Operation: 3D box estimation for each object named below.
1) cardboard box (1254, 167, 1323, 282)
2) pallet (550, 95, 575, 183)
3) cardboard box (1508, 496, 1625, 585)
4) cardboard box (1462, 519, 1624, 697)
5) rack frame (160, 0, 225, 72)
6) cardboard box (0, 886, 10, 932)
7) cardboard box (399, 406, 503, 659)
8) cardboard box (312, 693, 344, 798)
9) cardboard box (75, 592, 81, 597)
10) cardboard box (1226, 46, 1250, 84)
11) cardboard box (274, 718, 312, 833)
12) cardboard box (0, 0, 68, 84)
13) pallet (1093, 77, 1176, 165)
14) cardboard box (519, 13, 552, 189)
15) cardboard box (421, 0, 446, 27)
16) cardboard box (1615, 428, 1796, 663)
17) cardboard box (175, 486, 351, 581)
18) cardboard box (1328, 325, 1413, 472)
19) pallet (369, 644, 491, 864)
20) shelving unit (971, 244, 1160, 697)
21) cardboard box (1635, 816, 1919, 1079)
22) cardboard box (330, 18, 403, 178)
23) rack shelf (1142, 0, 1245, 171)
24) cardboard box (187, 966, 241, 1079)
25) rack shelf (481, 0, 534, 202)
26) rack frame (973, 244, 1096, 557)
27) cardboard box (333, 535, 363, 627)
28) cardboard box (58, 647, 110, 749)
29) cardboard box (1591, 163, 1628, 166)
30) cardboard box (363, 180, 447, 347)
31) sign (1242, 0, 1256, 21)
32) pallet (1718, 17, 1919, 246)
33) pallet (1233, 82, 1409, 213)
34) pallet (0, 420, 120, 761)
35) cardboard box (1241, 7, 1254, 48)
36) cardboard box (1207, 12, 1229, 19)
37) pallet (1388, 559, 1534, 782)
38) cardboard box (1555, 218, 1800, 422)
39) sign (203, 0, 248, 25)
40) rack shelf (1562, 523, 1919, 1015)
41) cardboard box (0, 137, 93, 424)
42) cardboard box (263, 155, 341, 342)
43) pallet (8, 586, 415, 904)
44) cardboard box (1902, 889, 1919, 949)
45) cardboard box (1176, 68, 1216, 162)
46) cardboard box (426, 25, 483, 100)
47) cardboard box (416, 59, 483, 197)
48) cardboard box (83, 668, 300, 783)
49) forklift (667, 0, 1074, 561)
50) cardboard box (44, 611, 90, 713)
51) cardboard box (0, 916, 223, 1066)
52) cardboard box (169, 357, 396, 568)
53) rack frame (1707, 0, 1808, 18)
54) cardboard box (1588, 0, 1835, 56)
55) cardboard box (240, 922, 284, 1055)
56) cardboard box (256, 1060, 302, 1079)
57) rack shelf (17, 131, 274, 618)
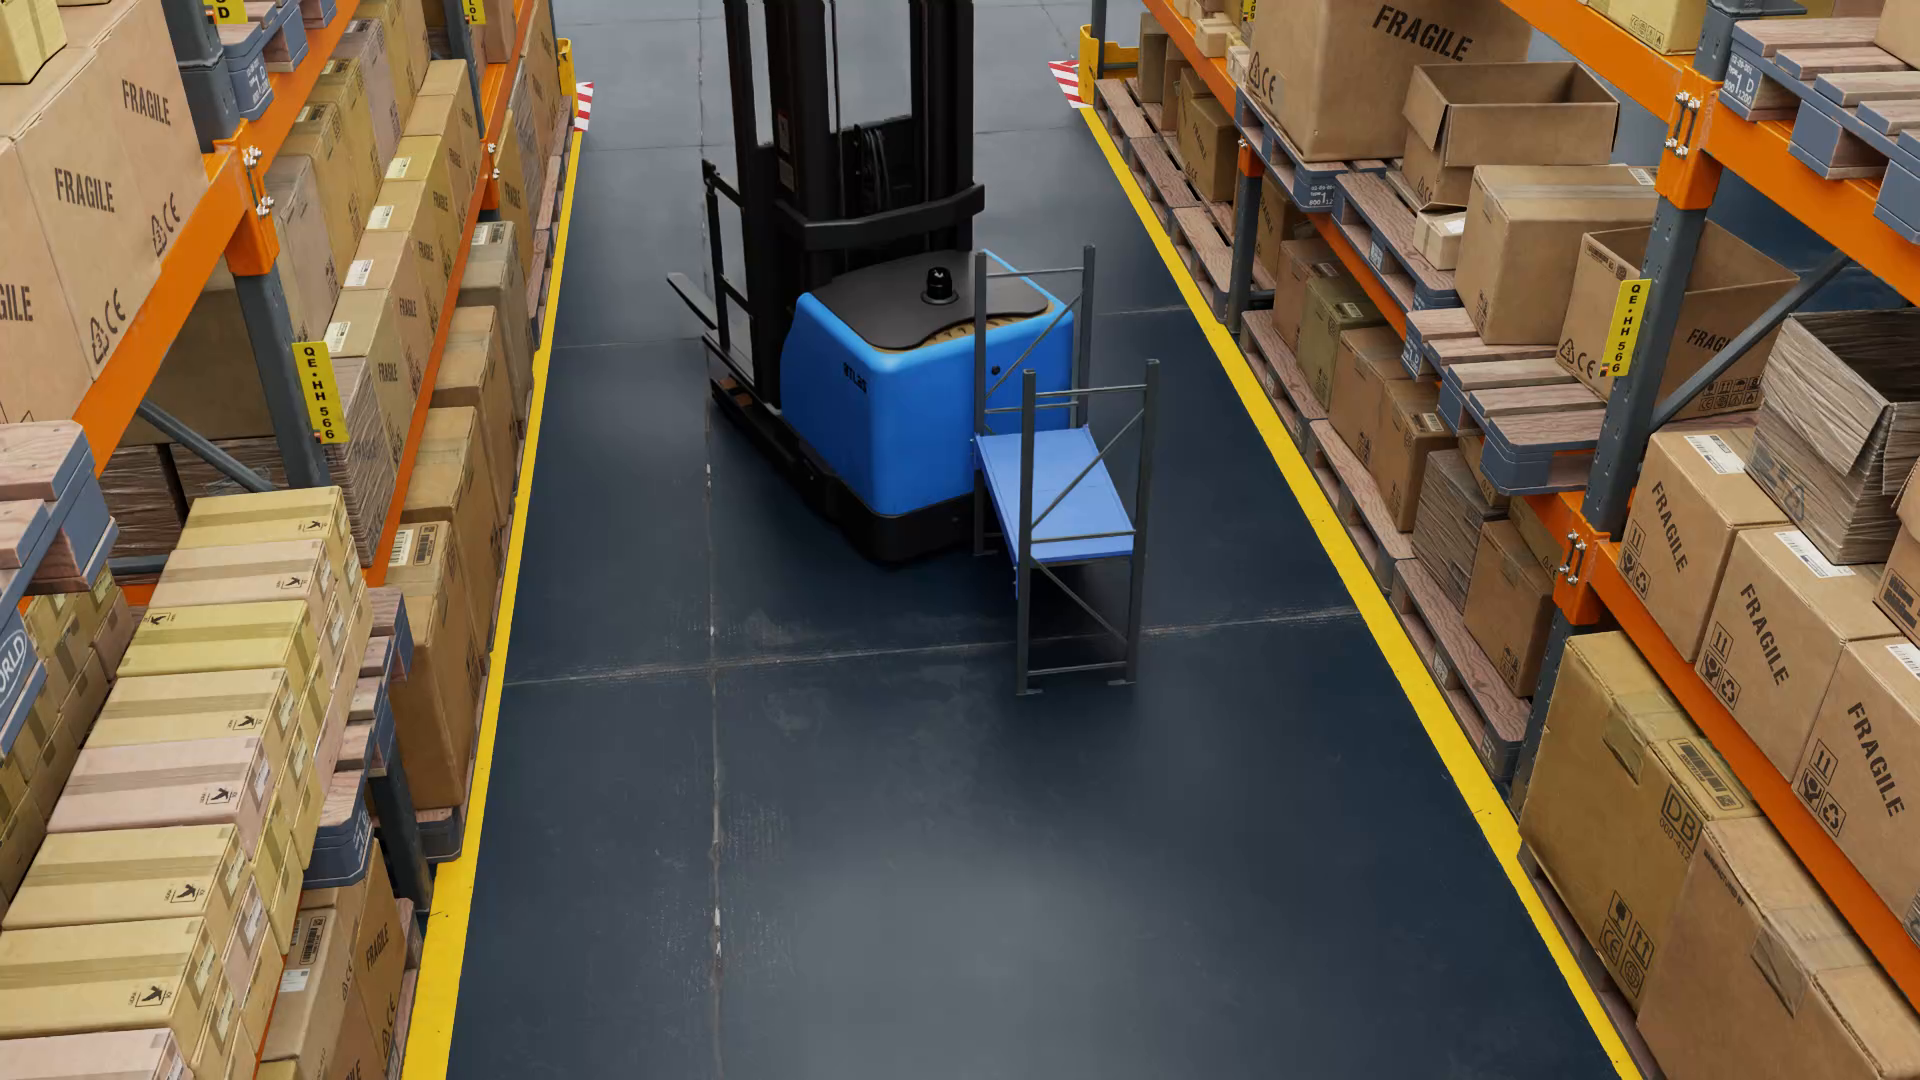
[{"bbox_3d":[2.015,-1.844,9.638,0.500,0.500,0.500,-5,35,-8],"label":"cardboard box"},{"bbox_3d":[-3.252,-2.797,11.667,1.003,0.211,1.213,-4,35,-6],"label":"pallet"},{"bbox_3d":[2.448,-0.075,6.360,0.500,0.250,0.500,-3,34,-4],"label":"cardboard box"},{"bbox_3d":[2.458,0.234,6.572,0.700,0.500,0.500,-6,35,-9],"label":"cardboard box"},{"bbox_3d":[-2.361,-2.404,3.287,1.000,3.000,0.127,-4,35,-6],"label":"rack frame"},{"bbox_3d":[-2.352,0.869,3.661,0.380,0.149,0.250,-3,34,-5],"label":"cardboard box"},{"bbox_3d":[-2.475,-0.004,6.716,1.050,0.750,0.750,-4,34,-6],"label":"cardboard box"},{"bbox_3d":[-1.773,0.528,4.162,0.380,0.149,0.250,-4,34,-6],"label":"cardboard box"},{"bbox_3d":[-2.490,0.034,4.358,0.380,0.149,0.250,-4,35,-6],"label":"cardboard box"},{"bbox_3d":[1.685,-2.611,9.141,0.380,0.149,0.250,-4,35,-6],"label":"cardboard box"},{"bbox_3d":[-1.735,0.558,3.853,0.380,0.149,0.250,-4,35,-6],"label":"cardboard box"},{"bbox_3d":[-1.965,-1.031,3.168,0.396,0.266,0.258,-4,35,-6],"label":"cardboard box"},{"bbox_3d":[1.576,-3.058,12.050,1.003,0.211,1.213,-4,35,-6],"label":"pallet"},{"bbox_3d":[-3.160,-2.821,10.740,0.875,0.875,0.875,-5,35,-7],"label":"cardboard box"},{"bbox_3d":[-2.915,-2.874,8.212,0.875,0.550,0.550,-4,35,-6],"label":"cardboard box"},{"bbox_3d":[2.363,0.006,4.989,0.500,0.500,0.500,-3,34,-5],"label":"cardboard box"},{"bbox_3d":[-1.841,-0.002,4.411,0.380,0.149,0.250,-6,35,-8],"label":"cardboard box"},{"bbox_3d":[2.212,-0.702,7.945,0.700,0.500,0.500,-7,35,-10],"label":"cardboard box"},{"bbox_3d":[-2.392,0.781,6.416,1.003,0.211,1.213,-4,35,-6],"label":"pallet"},{"bbox_3d":[0.393,-0.291,6.845,0.538,1.500,1.048,-5,35,-8],"label":"shelving unit"},{"bbox_3d":[2.752,1.345,4.627,1.225,0.875,0.875,-4,35,-6],"label":"cardboard box"},{"bbox_3d":[-2.688,-1.766,6.702,0.700,0.500,0.500,-4,34,-6],"label":"cardboard box"},{"bbox_3d":[1.761,-3.296,10.561,1.077,0.370,4.000,-4,35,-6],"label":"rack shelf"},{"bbox_3d":[-1.633,0.987,3.224,0.380,0.149,0.250,-5,35,-7],"label":"cardboard box"},{"bbox_3d":[-3.168,-2.976,10.093,1.077,0.370,4.000,-4,35,-6],"label":"rack shelf"},{"bbox_3d":[0.311,-0.574,7.260,0.500,1.500,0.032,-5,35,-8],"label":"rack frame"},{"bbox_3d":[-1.843,0.123,4.492,0.380,0.149,0.250,-4,34,-5],"label":"cardboard box"},{"bbox_3d":[-2.465,0.420,4.321,0.380,0.149,0.250,-3,34,-4],"label":"cardboard box"},{"bbox_3d":[2.570,-1.309,6.767,0.500,0.250,0.500,-5,35,-8],"label":"cardboard box"},{"bbox_3d":[-2.357,-1.081,6.584,0.500,0.500,0.500,-5,35,-7],"label":"cardboard box"},{"bbox_3d":[1.493,-2.789,8.410,0.100,0.325,0.005,-4,35,-6],"label":"sign"},{"bbox_3d":[2.707,-1.051,4.133,1.213,0.211,1.003,-3,34,-4],"label":"pallet"},{"bbox_3d":[1.988,-1.960,8.133,1.003,0.211,1.213,-4,35,-6],"label":"pallet"},{"bbox_3d":[-1.943,0.214,2.276,1.213,0.211,1.003,-4,35,-6],"label":"pallet"},{"bbox_3d":[2.030,-2.897,8.984,0.875,0.500,0.500,-4,35,-6],"label":"cardboard box"},{"bbox_3d":[1.664,-3.036,9.764,0.380,0.149,0.250,-4,35,-6],"label":"cardboard box"},{"bbox_3d":[2.464,0.471,6.871,1.003,0.211,1.213,-4,35,-6],"label":"pallet"},{"bbox_3d":[2.455,-0.758,5.737,0.500,0.500,0.500,-9,35,-12],"label":"cardboard box"},{"bbox_3d":[-1.823,-1.419,4.045,0.100,0.325,0.005,-4,35,-6],"label":"sign"},{"bbox_3d":[2.836,1.169,4.010,1.077,0.370,4.000,-4,35,-6],"label":"rack shelf"},{"bbox_3d":[-1.889,-0.349,2.847,0.500,0.500,0.500,-4,35,-6],"label":"cardboard box"},{"bbox_3d":[-2.481,-0.913,5.450,0.700,0.500,0.500,-5,35,-7],"label":"cardboard box"},{"bbox_3d":[-2.160,0.543,4.459,1.213,0.211,1.003,-4,35,-6],"label":"pallet"},{"bbox_3d":[2.573,0.858,3.738,0.500,0.500,0.500,-4,35,-6],"label":"cardboard box"},{"bbox_3d":[1.739,-2.818,11.068,0.500,0.500,0.500,-1,34,-2],"label":"cardboard box"},{"bbox_3d":[-2.960,-2.424,8.511,0.875,0.550,0.550,-4,35,-6],"label":"cardboard box"},{"bbox_3d":[-2.564,-1.928,7.827,0.500,0.500,0.500,-5,35,-7],"label":"cardboard box"},{"bbox_3d":[-1.734,0.433,3.773,0.380,0.149,0.250,-3,34,-5],"label":"cardboard box"},{"bbox_3d":[-0.649,-1.919,7.963,1.130,2.935,3.031,-18,38,-24],"label":"forklift"},{"bbox_3d":[-2.456,0.318,4.206,0.380,0.149,0.250,-3,34,-4],"label":"cardboard box"},{"bbox_3d":[-1.635,0.865,3.139,0.380,0.149,0.250,-3,34,-5],"label":"cardboard box"},{"bbox_3d":[-2.154,-0.238,5.346,0.500,0.500,0.500,-4,34,-6],"label":"cardboard box"},{"bbox_3d":[2.567,-2.724,3.756,1.000,3.000,0.127,-4,35,-6],"label":"rack frame"},{"bbox_3d":[2.261,-1.669,5.005,0.500,0.250,0.500,-4,35,-6],"label":"cardboard box"},{"bbox_3d":[-1.672,0.962,3.526,0.380,0.149,0.250,-3,34,-5],"label":"cardboard box"},{"bbox_3d":[-1.878,1.552,3.990,0.500,0.250,0.500,-4,34,-5],"label":"cardboard box"},{"bbox_3d":[-2.092,0.248,2.697,1.077,0.370,4.000,-4,35,-6],"label":"rack shelf"}]
